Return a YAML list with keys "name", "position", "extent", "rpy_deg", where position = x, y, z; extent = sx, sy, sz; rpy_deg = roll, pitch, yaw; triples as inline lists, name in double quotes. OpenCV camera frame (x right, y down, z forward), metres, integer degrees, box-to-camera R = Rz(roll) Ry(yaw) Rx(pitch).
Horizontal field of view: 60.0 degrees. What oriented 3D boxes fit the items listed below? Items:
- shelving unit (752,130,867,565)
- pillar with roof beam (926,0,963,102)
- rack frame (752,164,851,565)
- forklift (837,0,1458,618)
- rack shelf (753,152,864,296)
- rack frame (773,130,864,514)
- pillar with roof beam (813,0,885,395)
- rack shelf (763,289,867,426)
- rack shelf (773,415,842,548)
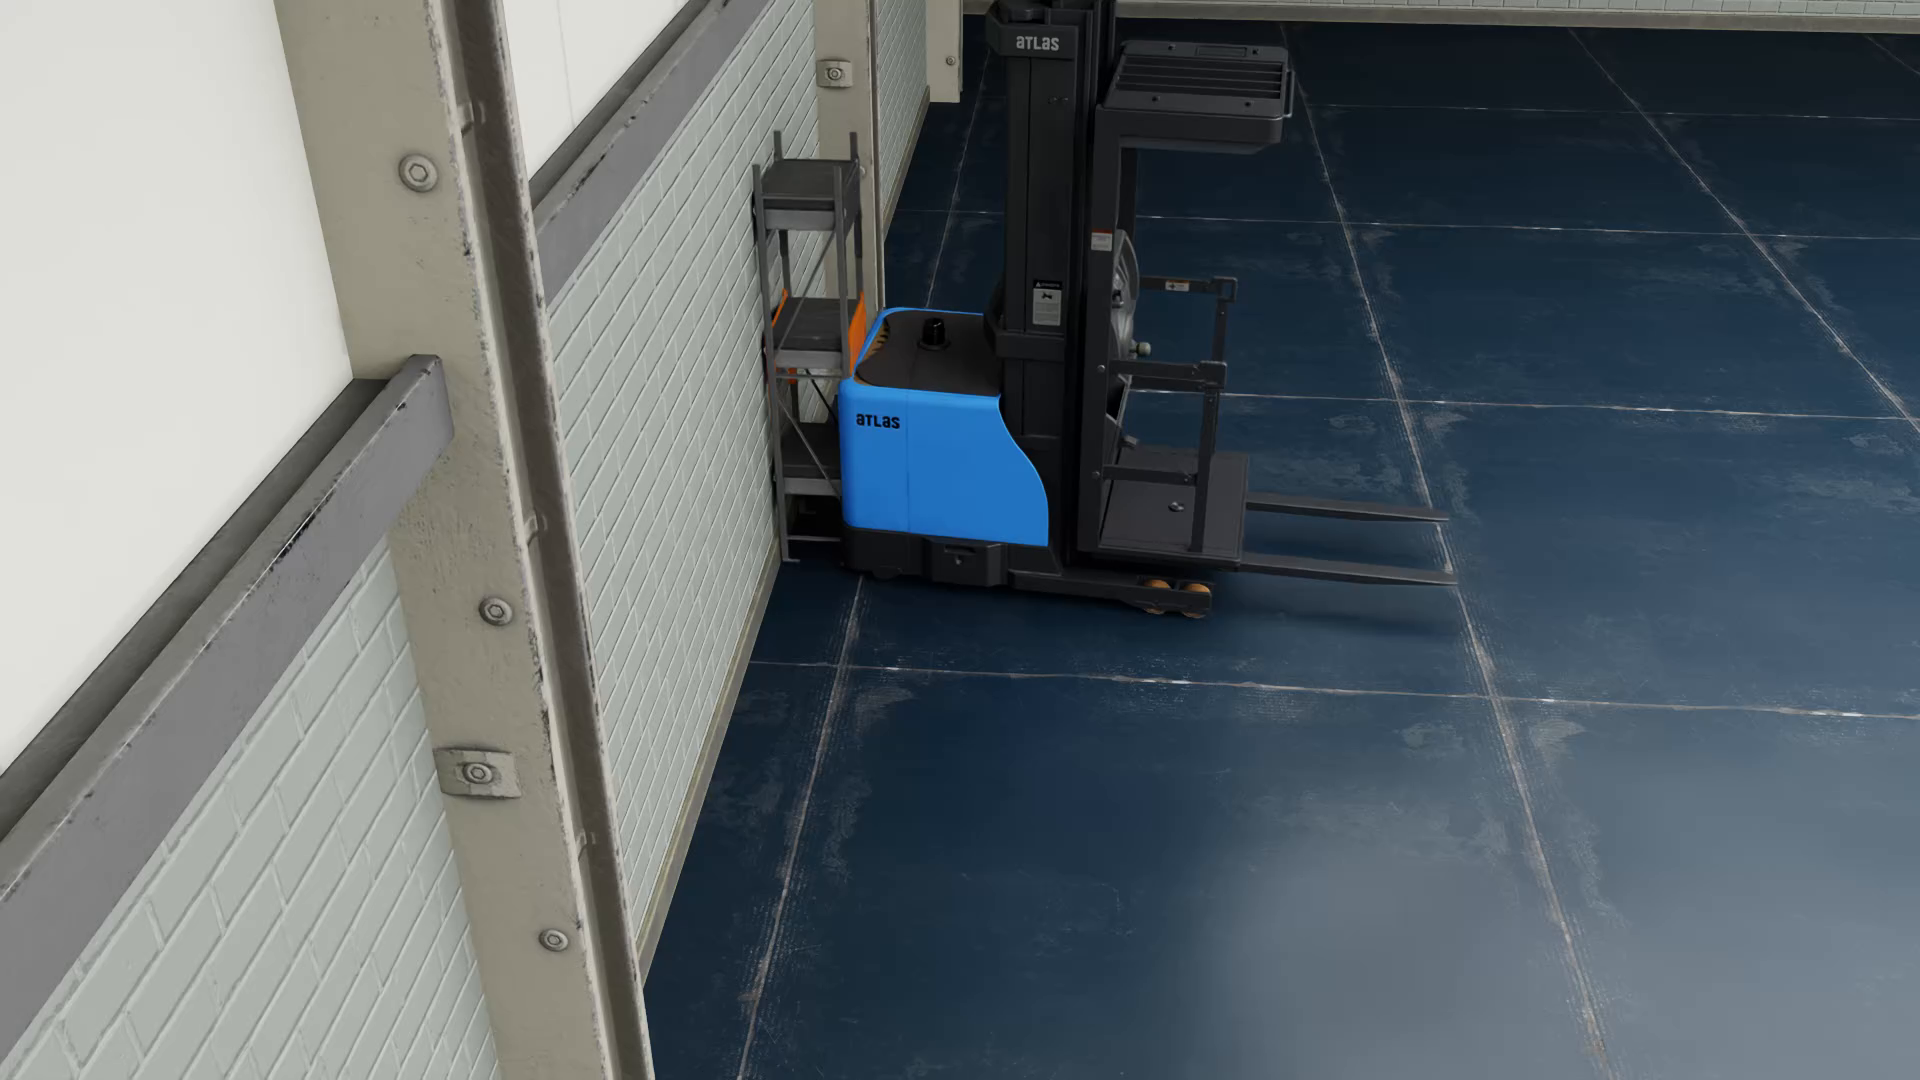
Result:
- name: "shelving unit"
  position: [-0.699, -0.906, 8.191]
  extent: [0.431, 2.100, 0.503]
  rpy_deg: [3, 32, 5]
- name: "pillar with roof beam"
  position: [4.146, -7.776, 12.790]
  extent: [9.100, 9.000, 0.400]
  rpy_deg: [2, 32, 4]
- name: "rack frame"
  position: [-0.724, -0.779, 7.984]
  extent: [0.400, 2.100, 0.015]
  rpy_deg: [3, 32, 5]
- name: "forklift"
  position: [0.967, -1.170, 7.854]
  extent: [3.031, 2.935, 1.130]
  rpy_deg: [6, 32, 9]
- name: "rack shelf"
  position: [-0.705, -1.491, 7.833]
  extent: [0.431, 0.518, 0.480]
  rpy_deg: [3, 32, 5]
- name: "rack frame"
  position: [-0.675, -1.033, 8.398]
  extent: [0.400, 2.100, 0.015]
  rpy_deg: [3, 32, 5]
- name: "pillar with roof beam"
  position: [3.658, -4.638, 7.699]
  extent: [9.100, 9.000, 0.400]
  rpy_deg: [2, 32, 4]
- name: "rack shelf"
  position: [-0.699, -0.894, 8.198]
  extent: [0.431, 0.518, 0.480]
  rpy_deg: [3, 32, 5]
- name: "rack shelf"
  position: [-0.694, -0.297, 8.564]
  extent: [0.431, 0.518, 0.480]
  rpy_deg: [3, 32, 5]
